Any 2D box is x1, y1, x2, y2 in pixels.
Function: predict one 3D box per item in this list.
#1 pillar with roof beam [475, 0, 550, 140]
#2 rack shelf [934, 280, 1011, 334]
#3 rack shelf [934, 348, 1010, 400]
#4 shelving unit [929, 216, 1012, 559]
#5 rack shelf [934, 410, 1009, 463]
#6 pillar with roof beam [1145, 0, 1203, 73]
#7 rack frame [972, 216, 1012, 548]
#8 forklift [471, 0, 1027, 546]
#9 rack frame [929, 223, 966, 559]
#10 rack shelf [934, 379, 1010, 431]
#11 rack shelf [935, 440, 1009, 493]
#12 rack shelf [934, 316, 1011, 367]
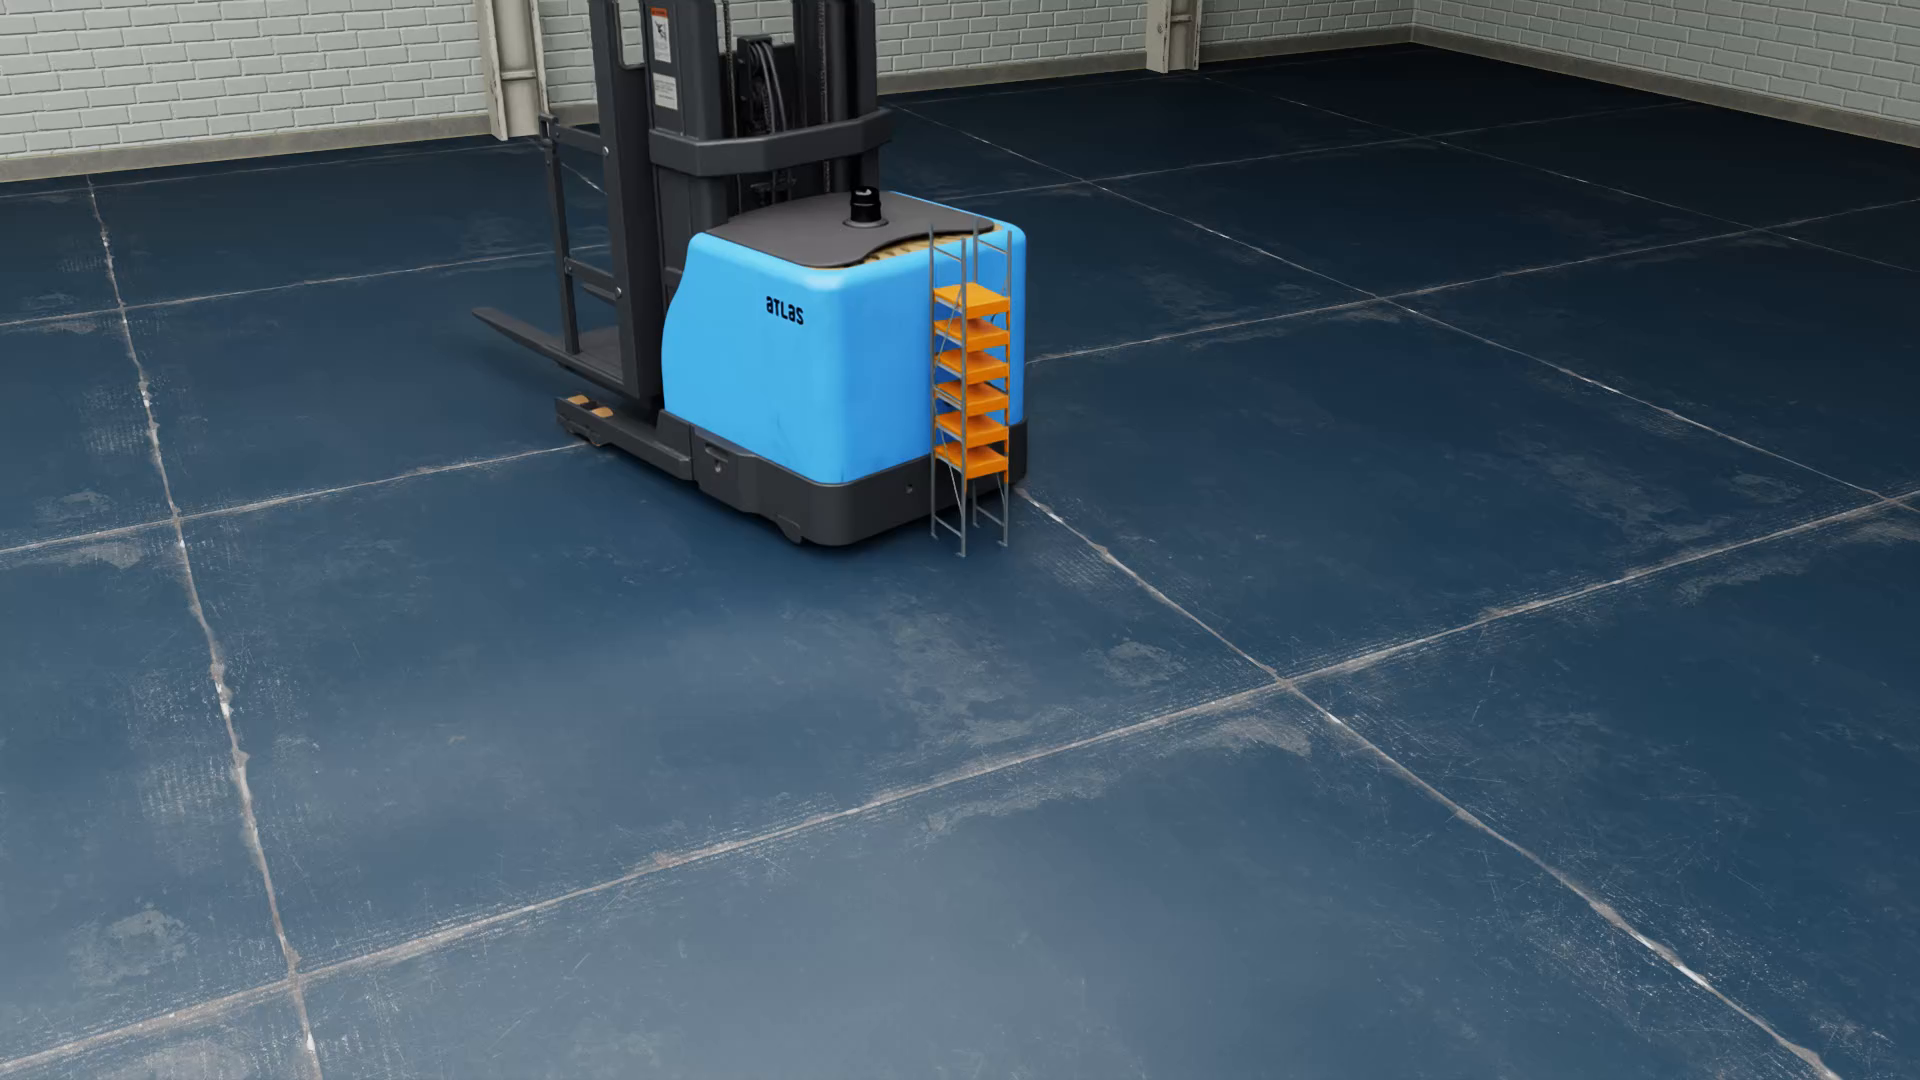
[{"bbox_3d":[-1.327,-5.517,7.344,0.400,9.000,9.100,-13,29,-25],"label":"pillar with roof beam"},{"bbox_3d":[0.034,-0.821,5.845,0.180,0.103,0.258,-15,29,-28],"label":"rack shelf"},{"bbox_3d":[0.034,-0.605,5.949,0.180,0.103,0.258,-15,29,-28],"label":"rack shelf"},{"bbox_3d":[0.034,-0.537,5.981,0.189,1.200,0.258,-15,29,-28],"label":"shelving unit"},{"bbox_3d":[0.034,-0.388,6.053,0.180,0.103,0.258,-15,29,-28],"label":"rack shelf"},{"bbox_3d":[3.967,-6.739,9.889,0.400,9.000,9.100,-13,29,-25],"label":"pillar with roof beam"},{"bbox_3d":[0.112,-0.557,6.024,0.006,1.200,0.240,-15,29,-28],"label":"rack frame"},{"bbox_3d":[-1.102,-1.851,6.720,1.130,2.935,3.031,-22,33,-38],"label":"forklift"},{"bbox_3d":[-0.044,-0.516,5.938,0.006,1.200,0.240,-15,29,-28],"label":"rack frame"},{"bbox_3d":[0.034,-0.497,6.001,0.180,0.103,0.258,-15,29,-28],"label":"rack shelf"},{"bbox_3d":[0.034,-0.280,6.105,0.180,0.103,0.258,-15,29,-28],"label":"rack shelf"},{"bbox_3d":[0.034,-0.713,5.897,0.180,0.103,0.258,-15,29,-28],"label":"rack shelf"}]
